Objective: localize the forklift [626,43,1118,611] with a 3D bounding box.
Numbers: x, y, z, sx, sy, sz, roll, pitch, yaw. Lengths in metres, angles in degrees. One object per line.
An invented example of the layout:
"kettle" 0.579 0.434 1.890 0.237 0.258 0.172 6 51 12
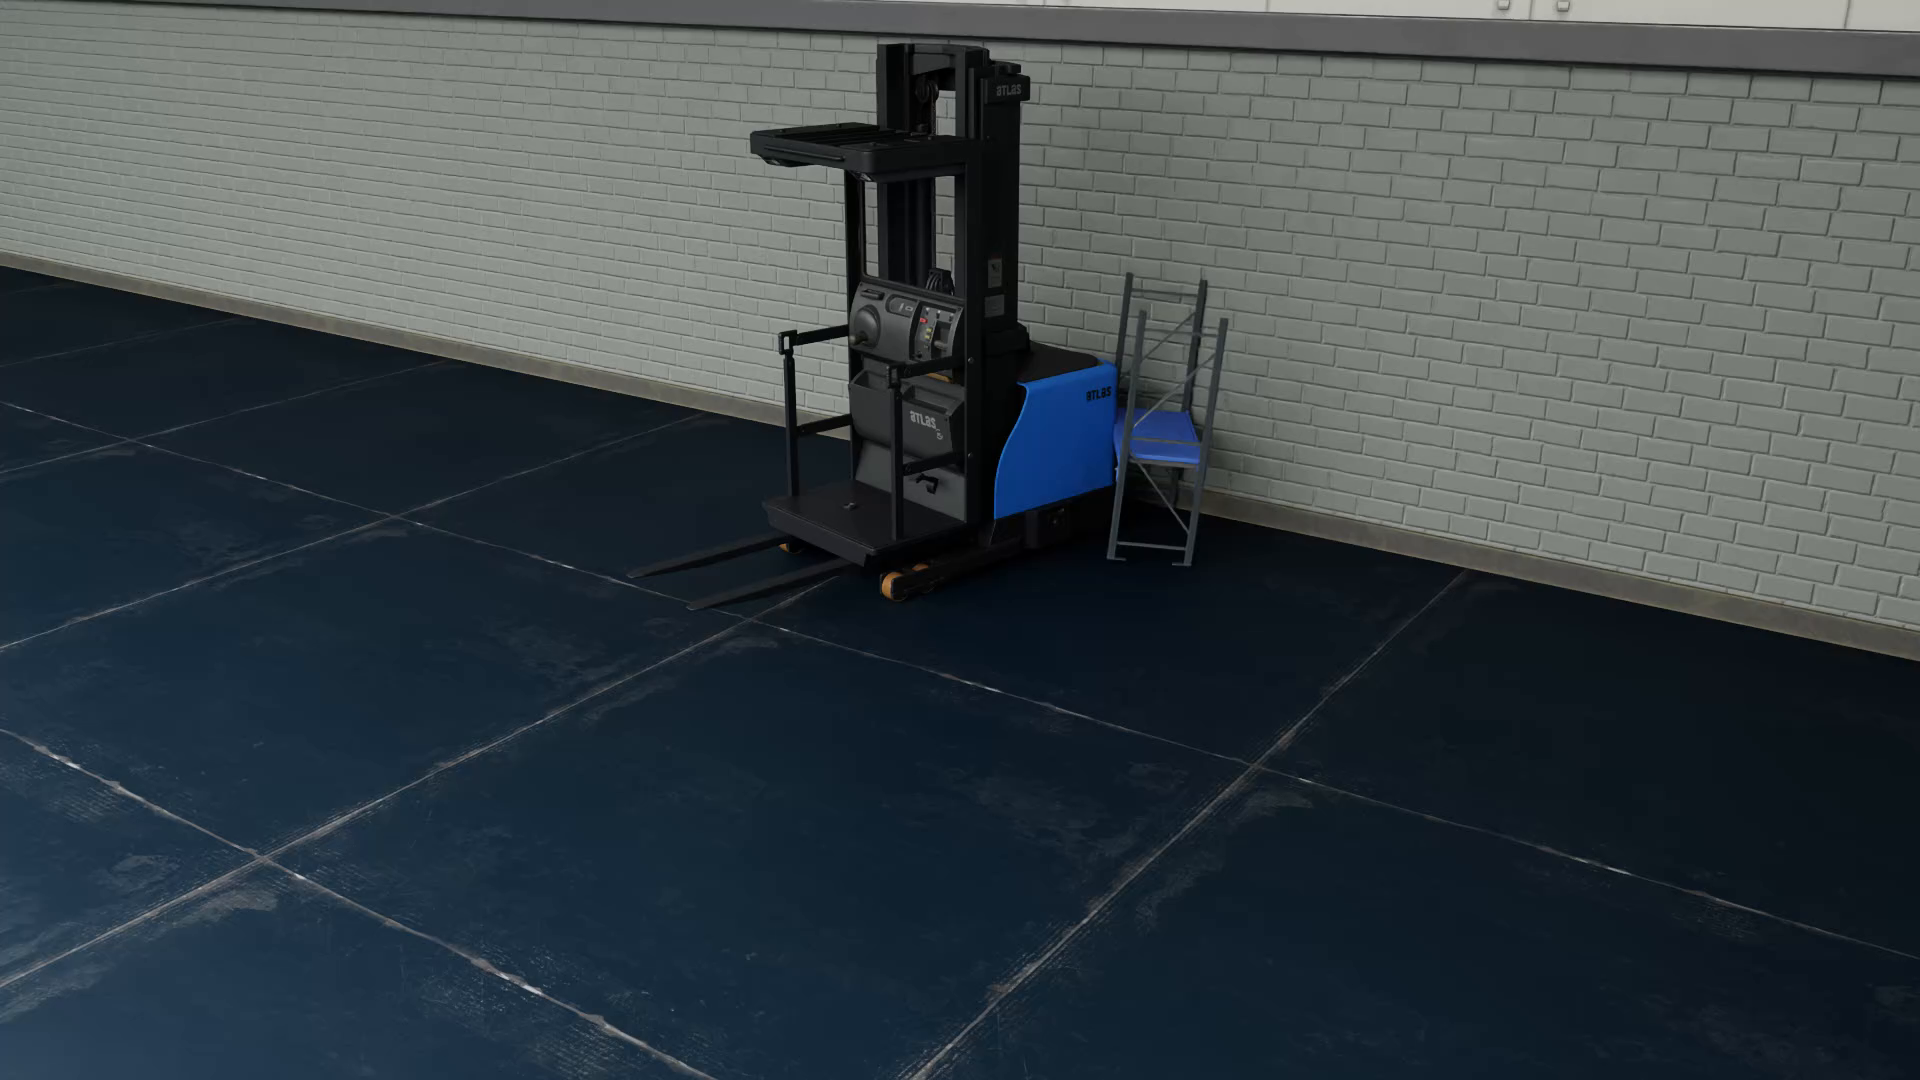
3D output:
"forklift" -0.470 -1.233 9.374 3.031 2.935 1.130 -17 26 -38

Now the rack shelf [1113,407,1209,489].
"rack shelf" 1.182 -0.582 10.123 0.538 0.185 1.000 5 21 -1

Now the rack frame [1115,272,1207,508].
"rack frame" 1.210 -0.932 10.532 0.500 1.500 0.032 5 21 -1

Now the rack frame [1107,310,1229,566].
"rack frame" 1.187 -0.566 9.584 0.500 1.500 0.032 5 21 -1

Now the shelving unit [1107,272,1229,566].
"shelving unit" 1.199 -0.749 10.058 0.538 1.500 1.048 5 21 -1
